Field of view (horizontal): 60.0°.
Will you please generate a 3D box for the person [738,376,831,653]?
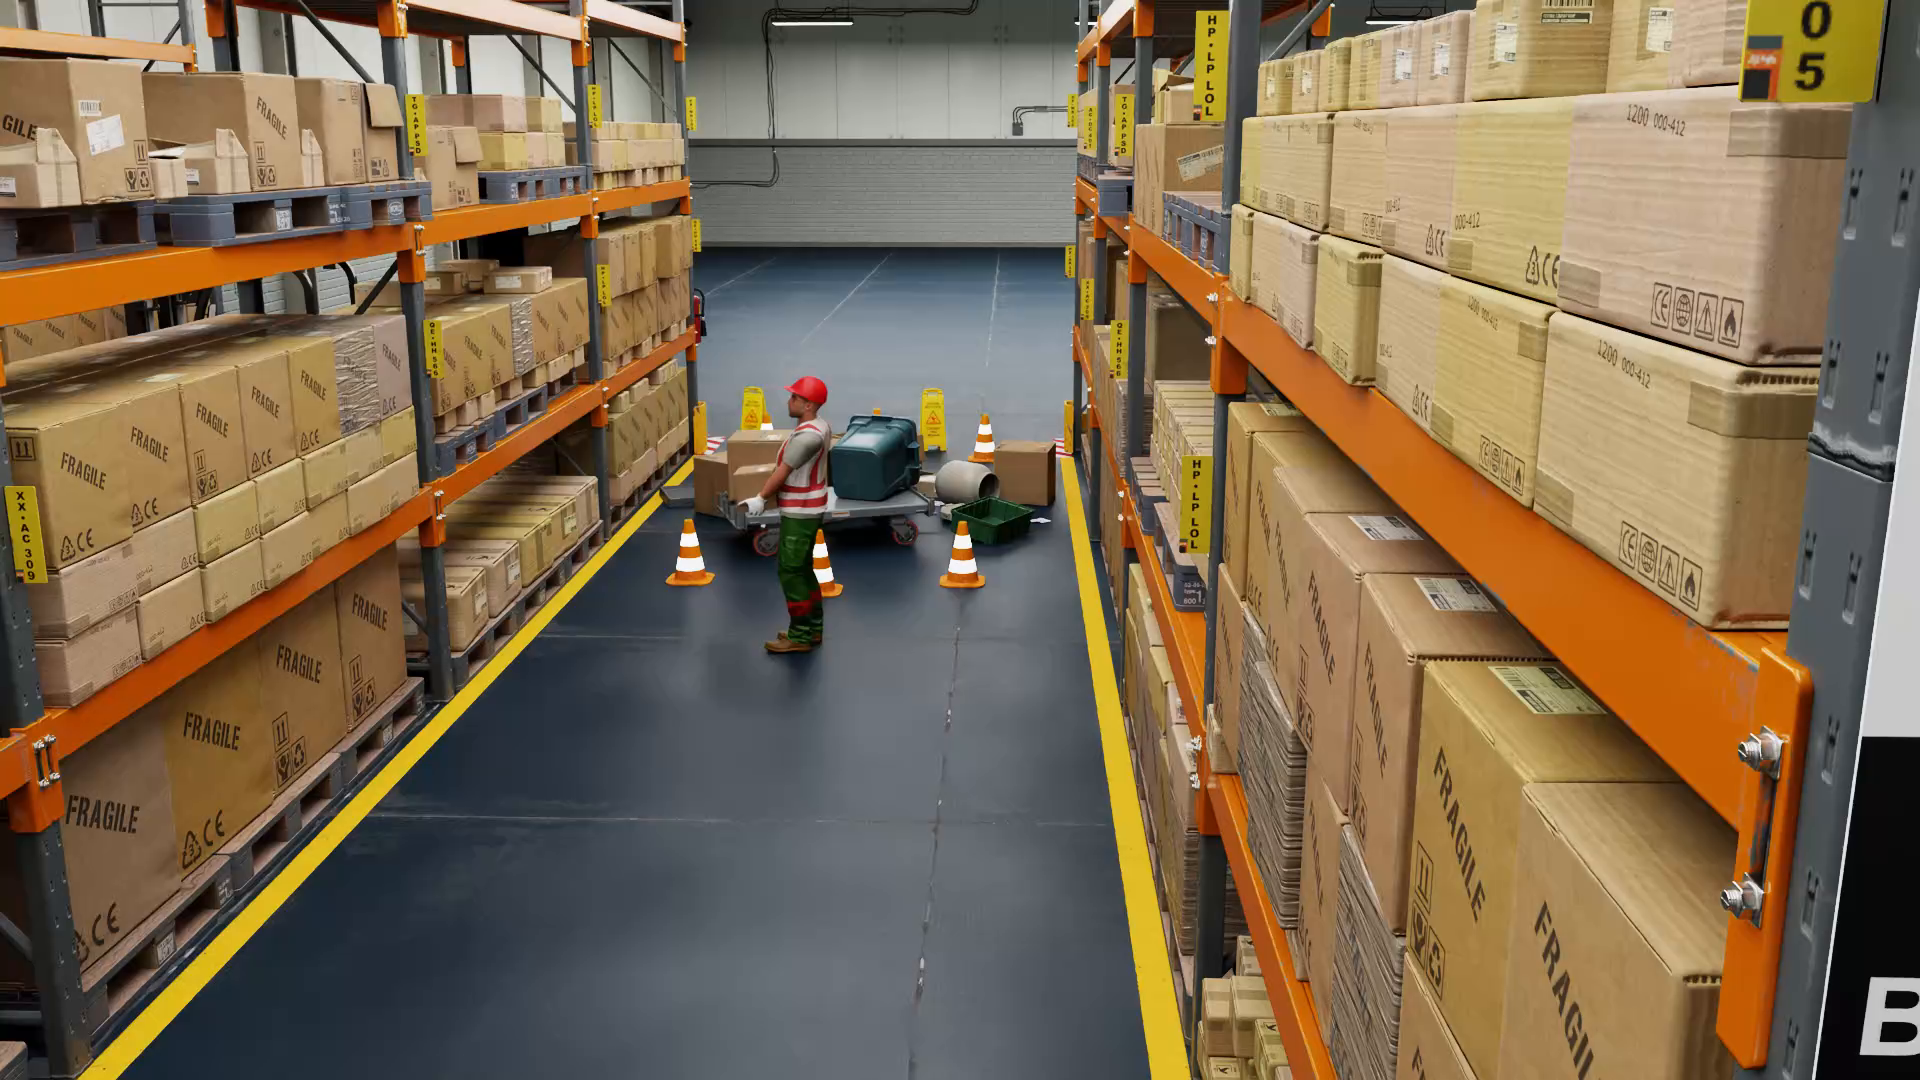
[{"bbox_3d":[-1.114,-0.166,10.636,0.570,1.782,0.494,1,14,2],"label":"person"}]
